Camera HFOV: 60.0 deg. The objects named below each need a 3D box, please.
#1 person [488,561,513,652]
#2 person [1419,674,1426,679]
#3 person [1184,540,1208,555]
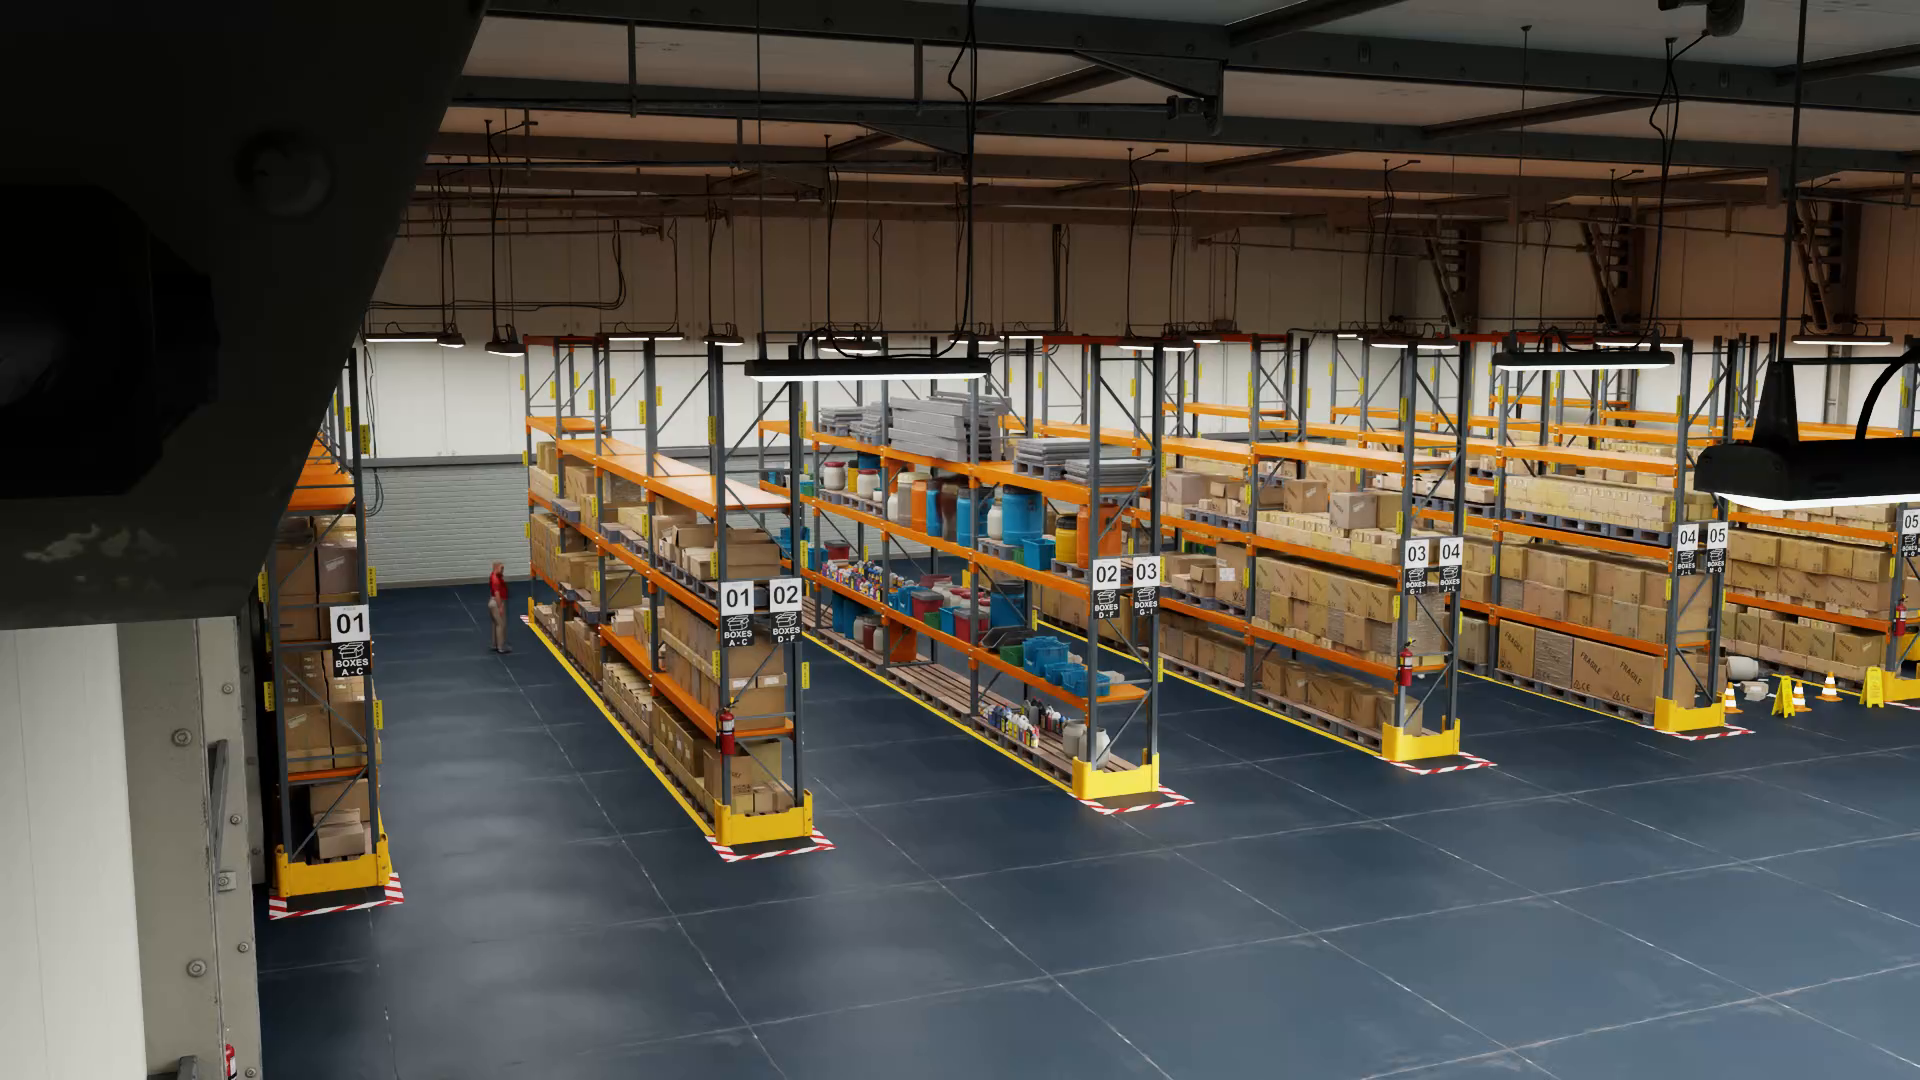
[{"bbox_3d":[-8.765,1.262,31.690,0.410,1.727,0.593,-3,8,-22],"label":"person"},{"bbox_3d":[8.058,1.540,29.556,0.589,1.817,0.411,5,9,35],"label":"person"},{"bbox_3d":[5.855,-0.103,41.969,1.084,1.747,0.716,-2,8,-14],"label":"person"}]
